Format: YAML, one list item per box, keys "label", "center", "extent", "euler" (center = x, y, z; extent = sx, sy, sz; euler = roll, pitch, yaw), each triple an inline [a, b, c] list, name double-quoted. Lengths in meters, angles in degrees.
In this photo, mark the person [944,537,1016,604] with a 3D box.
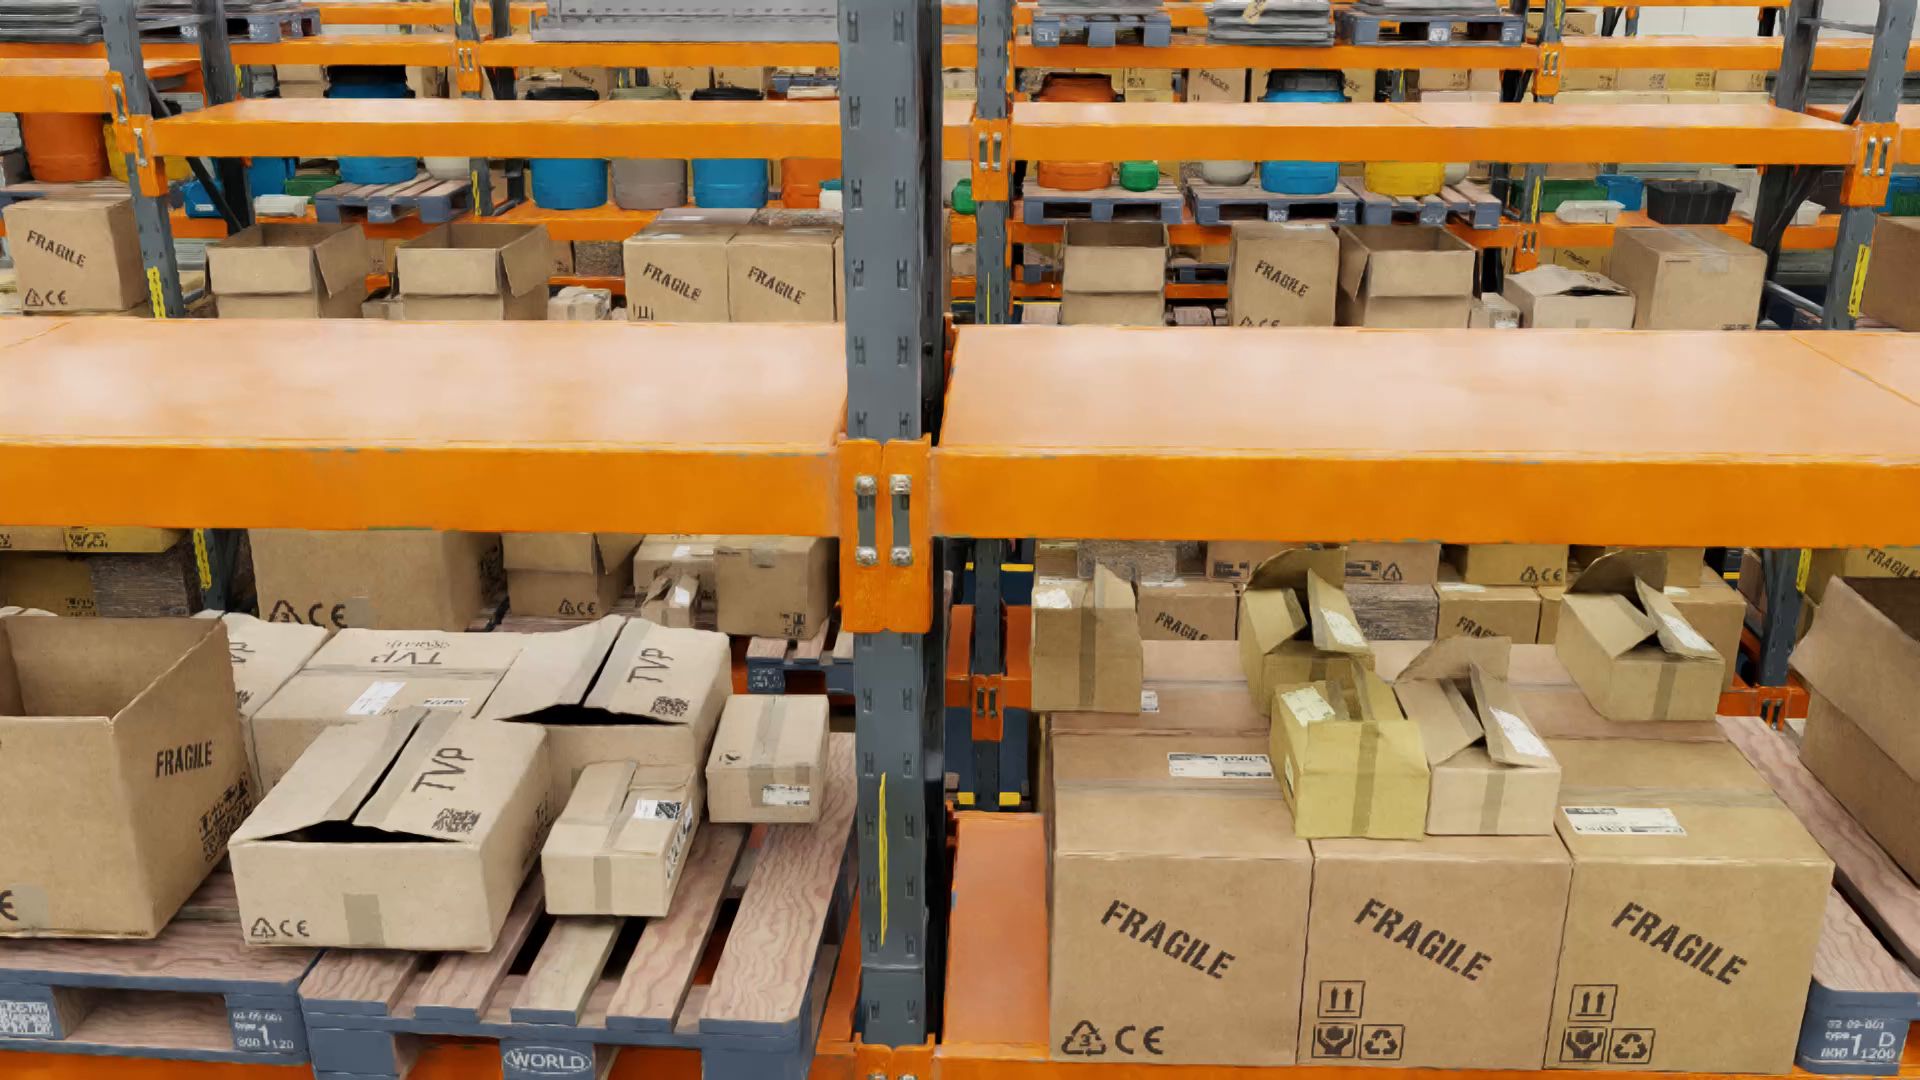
- label: "person"
  center: [0.075, -0.063, 11.793]
  extent: [0.647, 1.779, 0.441]
  euler: [-1, 21, -3]
